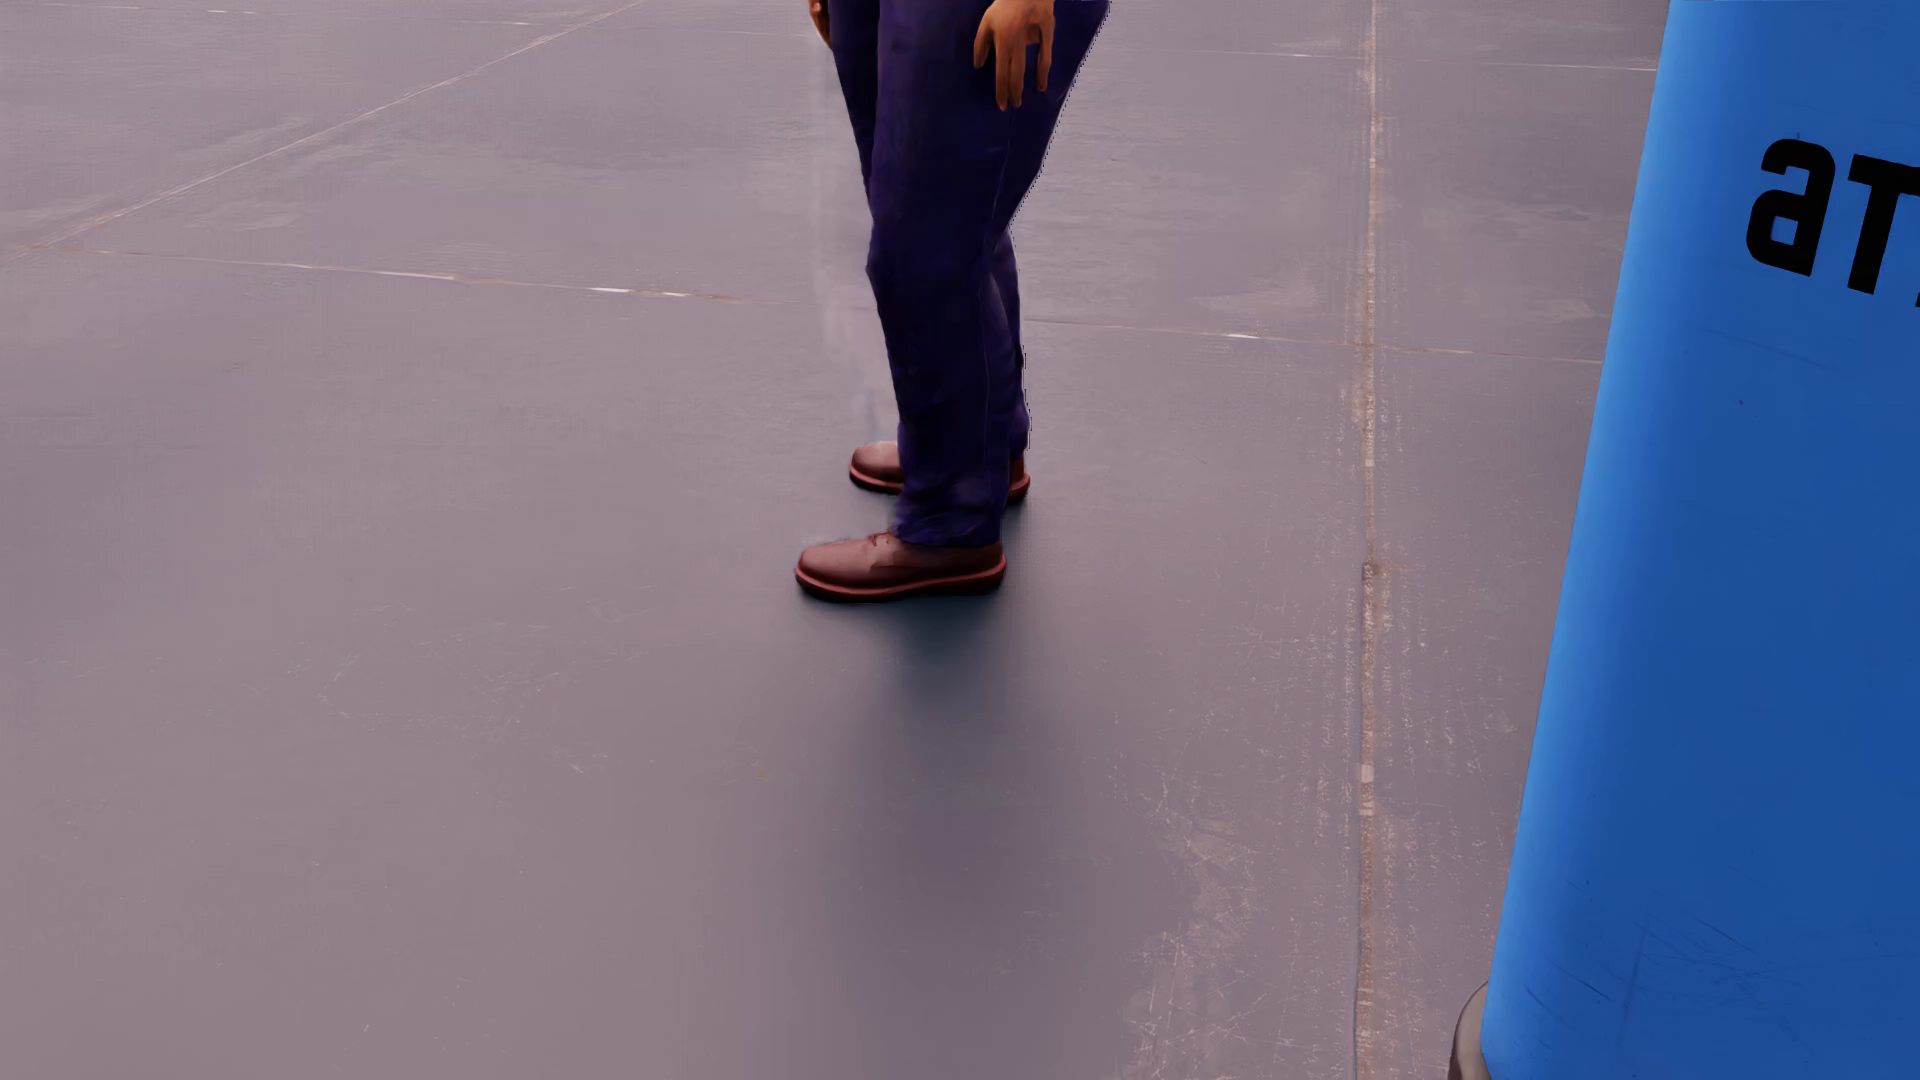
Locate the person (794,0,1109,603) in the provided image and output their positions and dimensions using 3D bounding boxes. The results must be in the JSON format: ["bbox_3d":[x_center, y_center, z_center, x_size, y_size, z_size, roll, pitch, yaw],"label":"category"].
[{"bbox_3d":[-0.044,-0.728,2.115,0.467,1.649,0.597,-16,31,-29],"label":"person"}]
